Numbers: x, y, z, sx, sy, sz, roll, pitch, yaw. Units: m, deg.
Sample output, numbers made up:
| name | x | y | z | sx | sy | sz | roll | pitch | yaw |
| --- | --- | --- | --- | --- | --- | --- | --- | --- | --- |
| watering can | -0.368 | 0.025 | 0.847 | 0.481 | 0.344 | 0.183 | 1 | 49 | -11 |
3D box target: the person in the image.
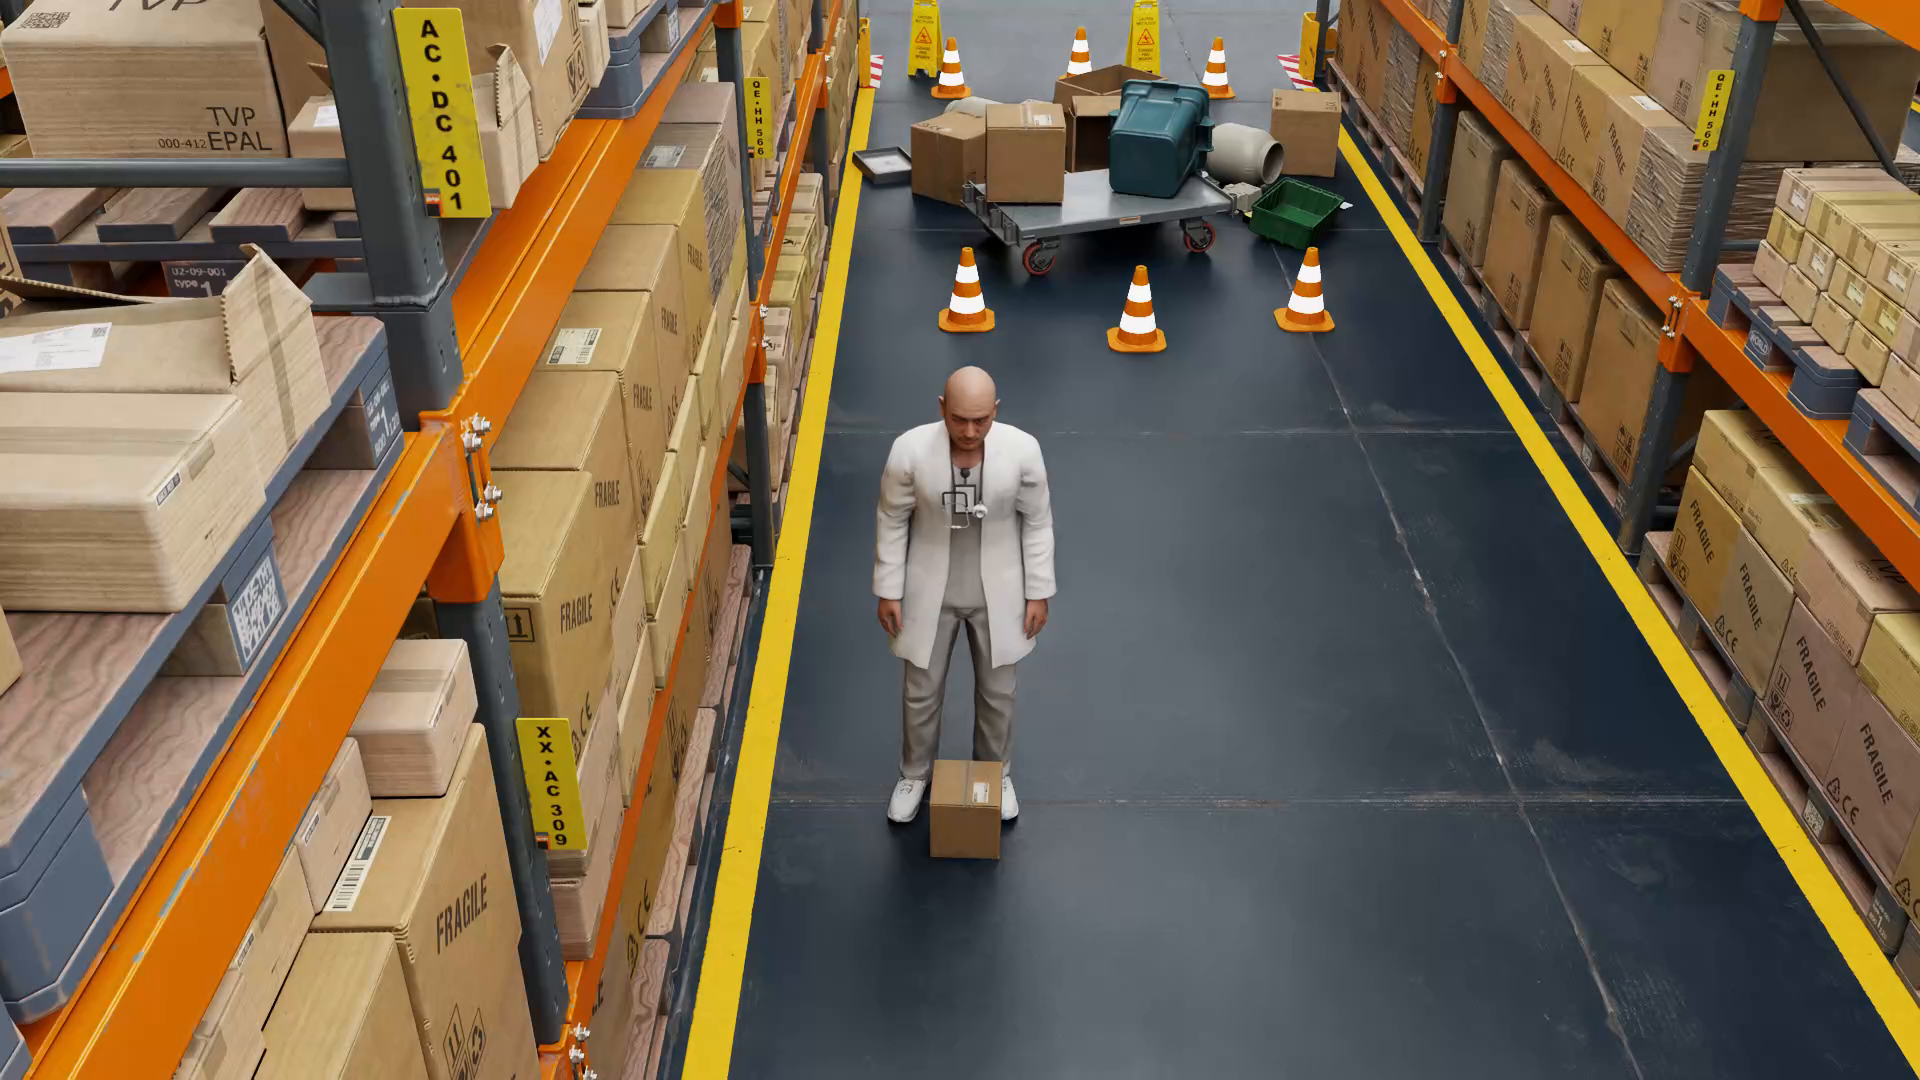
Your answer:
| name | x | y | z | sx | sy | sz | roll | pitch | yaw |
| --- | --- | --- | --- | --- | --- | --- | --- | --- | --- |
| person | 0.013 | 0.192 | 5.830 | 0.645 | 1.774 | 0.425 | 0 | 31 | 0 |
